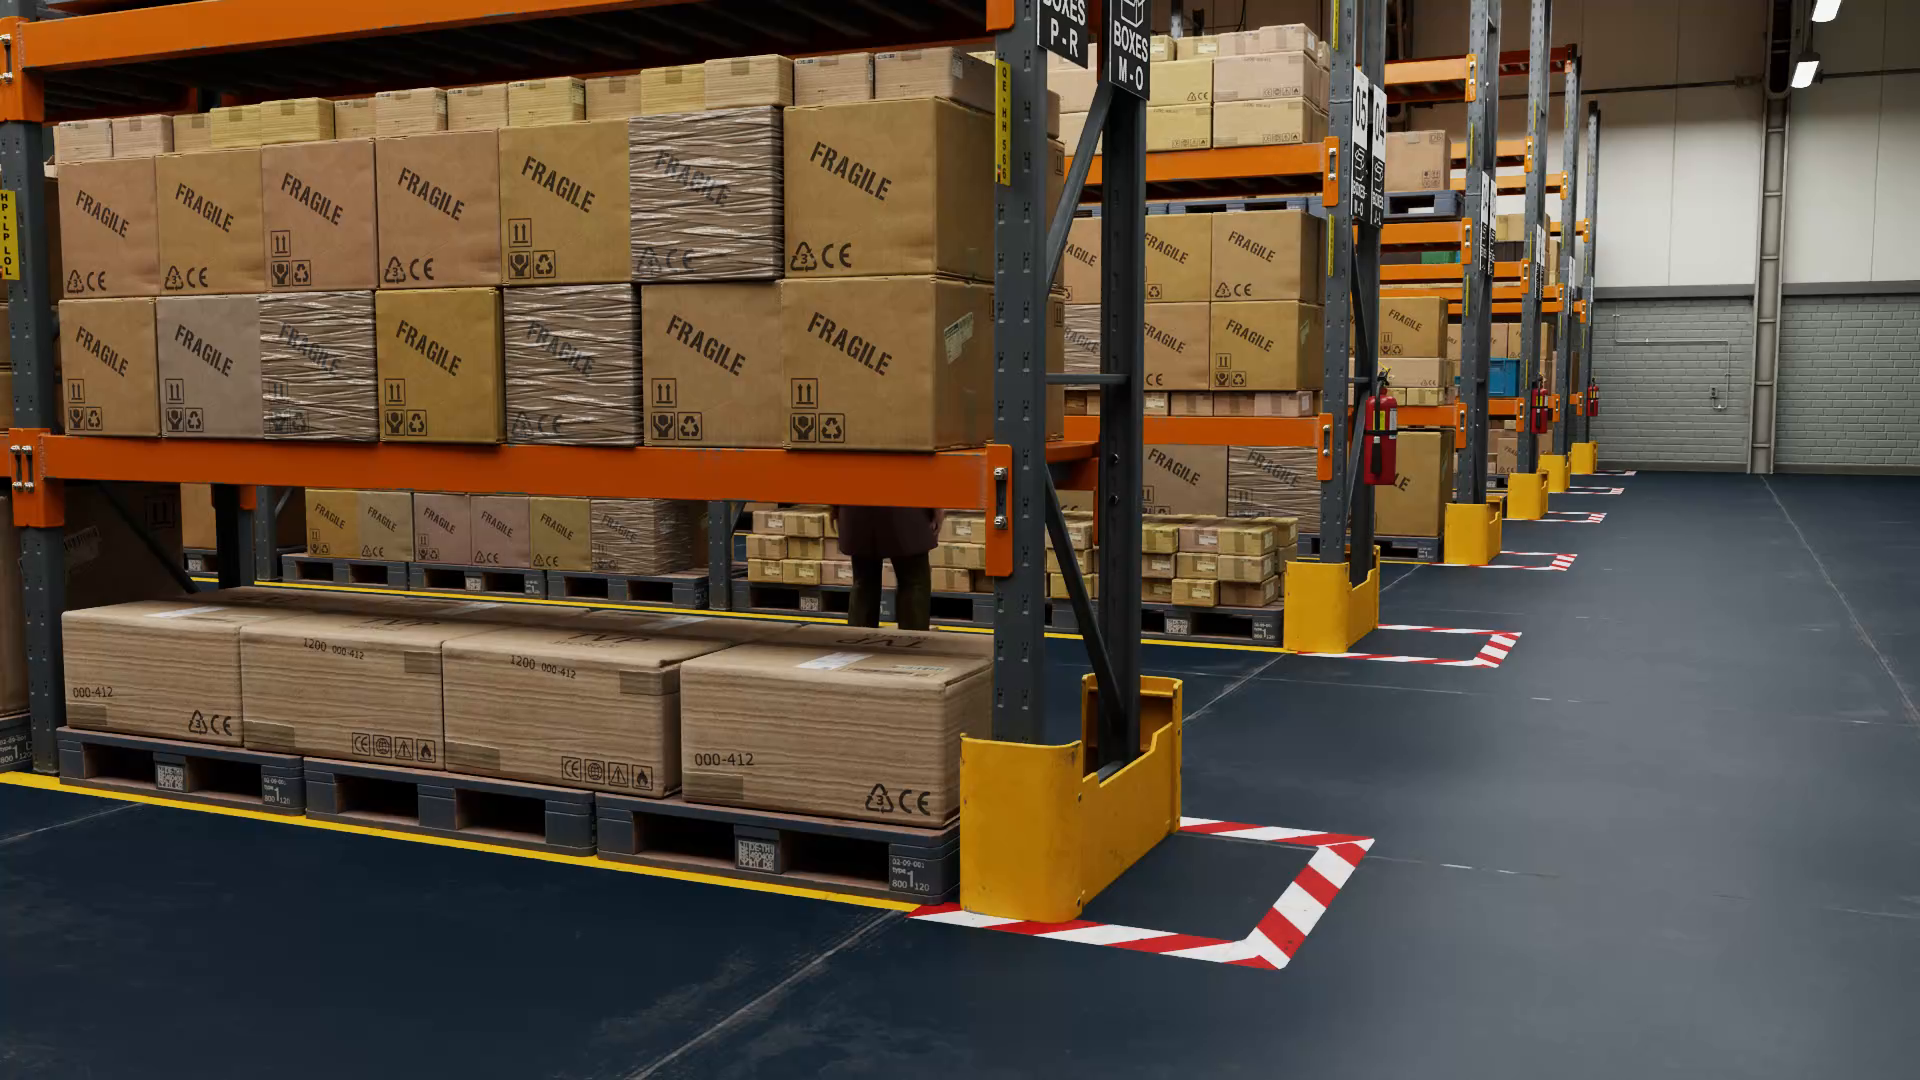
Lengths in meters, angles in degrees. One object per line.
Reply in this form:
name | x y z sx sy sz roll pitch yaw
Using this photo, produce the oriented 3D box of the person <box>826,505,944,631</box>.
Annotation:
person | -0.372 -0.162 8.181 0.643 1.772 0.429 2 6 21
